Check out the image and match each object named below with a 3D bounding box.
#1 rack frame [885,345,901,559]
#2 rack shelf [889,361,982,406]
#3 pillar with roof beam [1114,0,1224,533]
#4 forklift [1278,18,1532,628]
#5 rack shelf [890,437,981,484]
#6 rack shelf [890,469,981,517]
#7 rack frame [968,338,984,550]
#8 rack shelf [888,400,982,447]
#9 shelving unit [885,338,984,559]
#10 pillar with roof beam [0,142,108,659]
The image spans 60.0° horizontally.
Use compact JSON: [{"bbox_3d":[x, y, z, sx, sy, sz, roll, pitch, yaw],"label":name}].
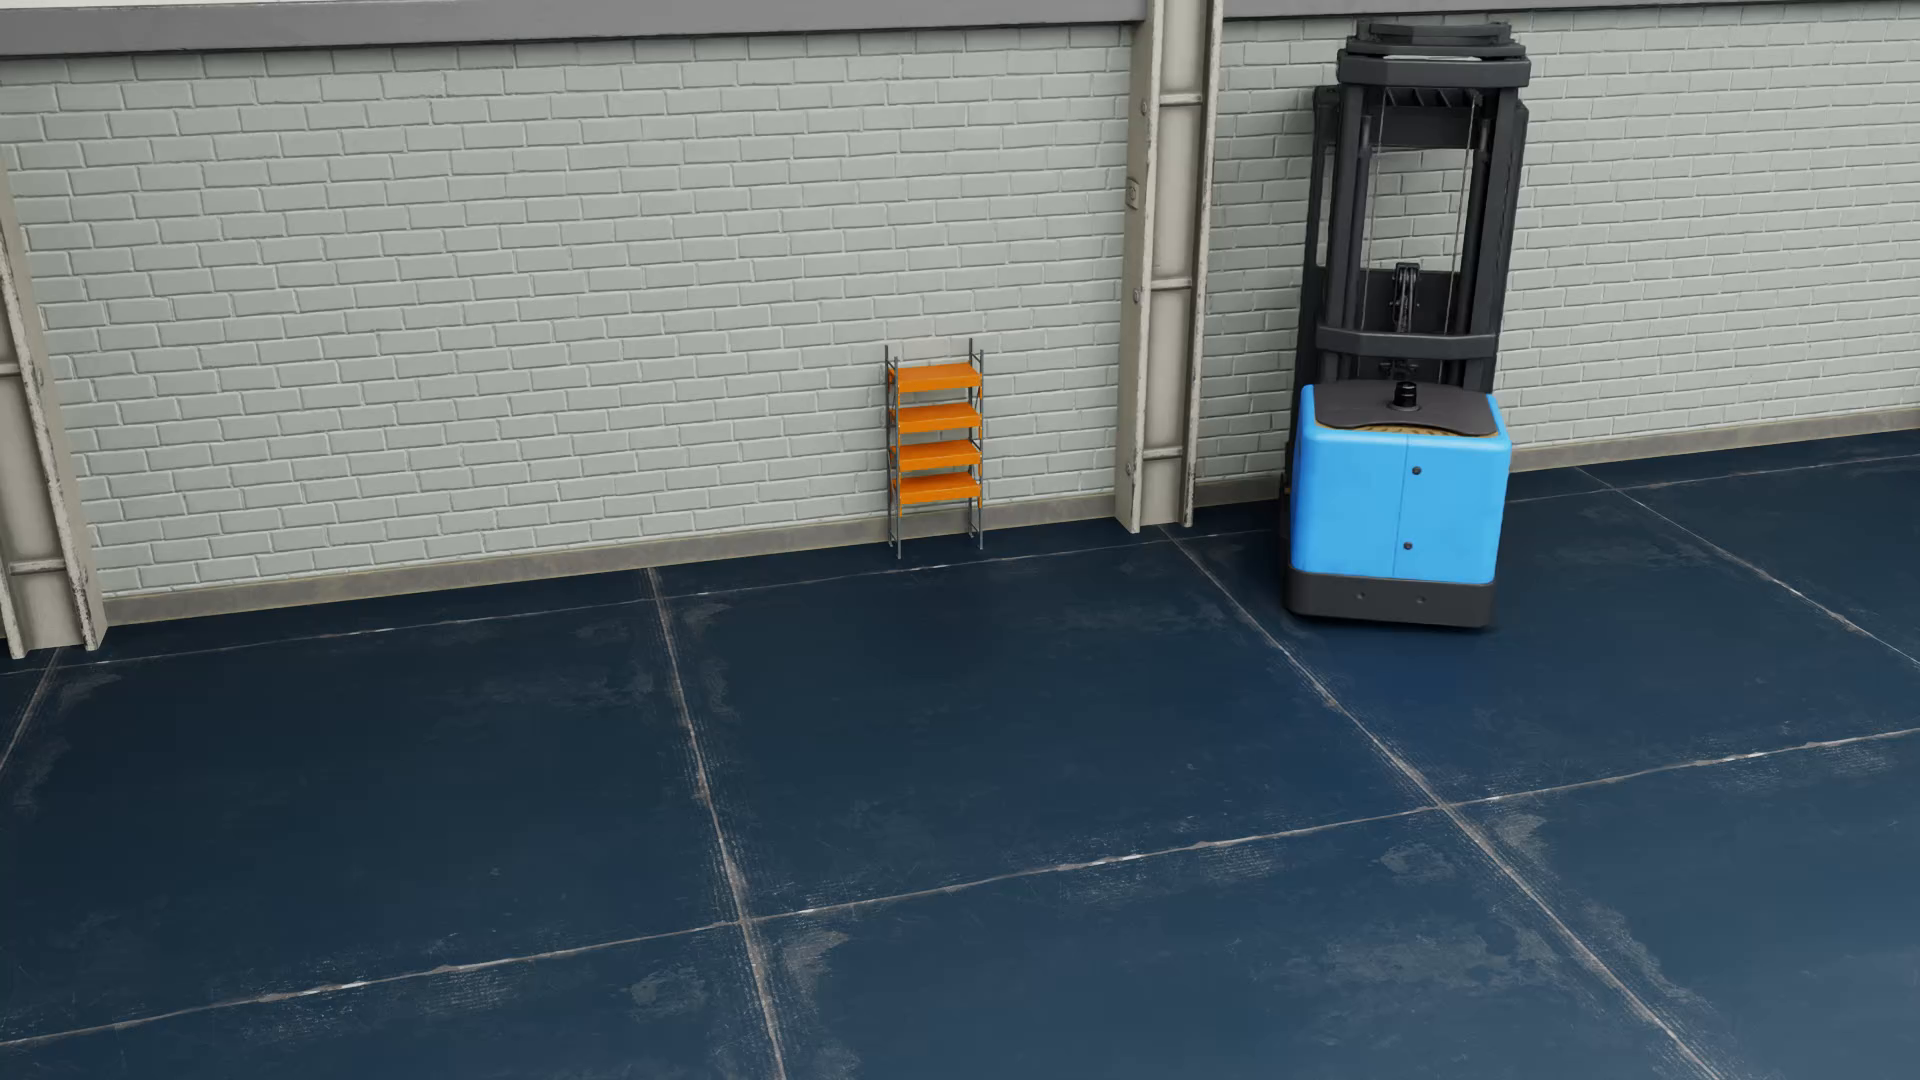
[{"bbox_3d":[-0.378,-0.487,9.363,0.015,1.200,0.240,-7,24,-15],"label":"rack frame"},{"bbox_3d":[-0.144,-0.875,9.270,0.480,0.148,0.258,-7,24,-15],"label":"rack shelf"},{"bbox_3d":[2.324,-2.621,4.446,0.400,9.000,9.100,-6,24,-14],"label":"pillar with roof beam"},{"bbox_3d":[2.482,-1.448,9.409,1.130,2.935,3.031,4,24,9],"label":"forklift"},{"bbox_3d":[-0.144,-0.452,9.453,0.480,0.148,0.258,-7,24,-15],"label":"rack shelf"},{"bbox_3d":[-0.144,-0.270,9.531,0.480,0.148,0.258,-7,24,-15],"label":"rack shelf"},{"bbox_3d":[0.091,-0.541,9.488,0.015,1.200,0.240,-7,24,-15],"label":"rack frame"},{"bbox_3d":[-0.144,-0.658,9.364,0.480,0.148,0.258,-7,24,-15],"label":"rack shelf"},{"bbox_3d":[-0.144,-0.514,9.426,0.503,1.200,0.258,-7,24,-15],"label":"shelving unit"},{"bbox_3d":[-3.453,-1.982,2.956,0.400,9.000,9.100,-6,24,-14],"label":"pillar with roof beam"}]
